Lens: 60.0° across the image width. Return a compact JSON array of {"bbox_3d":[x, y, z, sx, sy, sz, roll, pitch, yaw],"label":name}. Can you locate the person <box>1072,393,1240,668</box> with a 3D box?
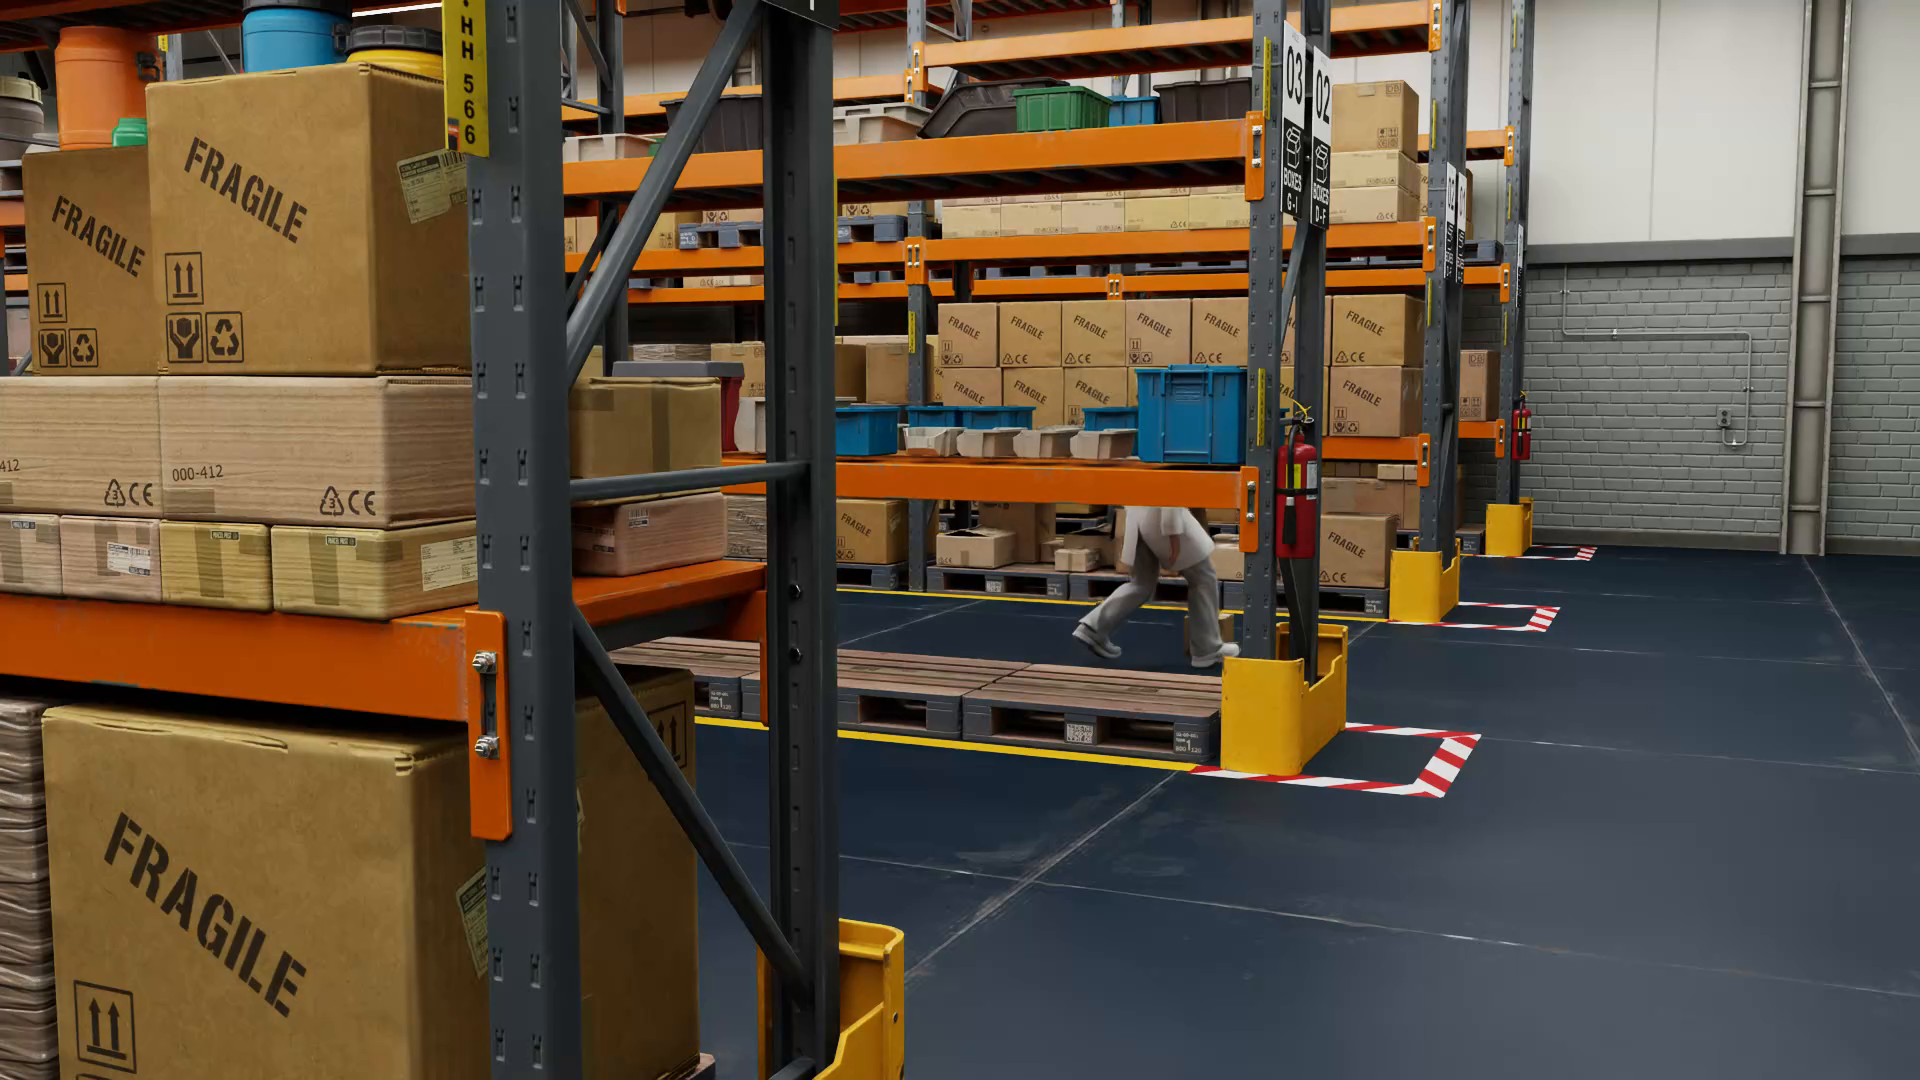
[{"bbox_3d":[1.183,-0.102,9.681,1.062,1.713,0.615,-3,6,-32],"label":"person"}]
